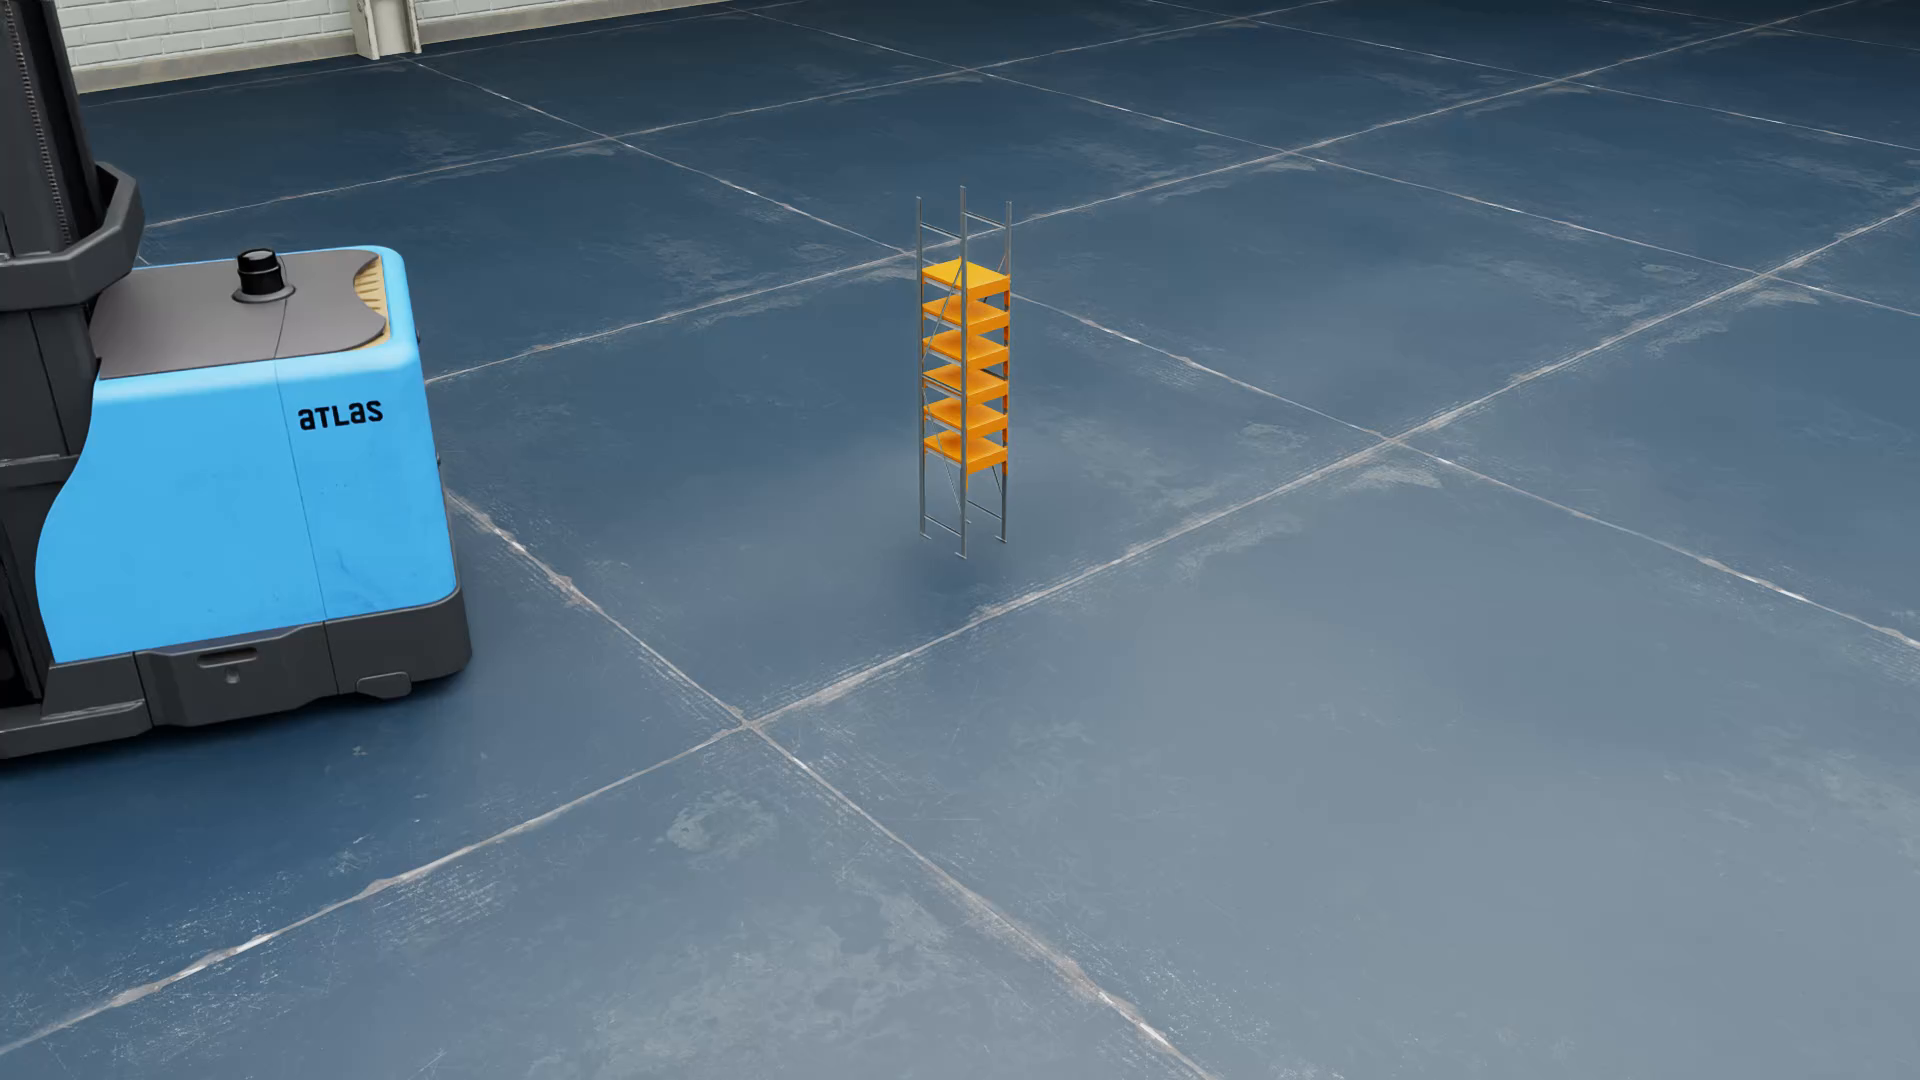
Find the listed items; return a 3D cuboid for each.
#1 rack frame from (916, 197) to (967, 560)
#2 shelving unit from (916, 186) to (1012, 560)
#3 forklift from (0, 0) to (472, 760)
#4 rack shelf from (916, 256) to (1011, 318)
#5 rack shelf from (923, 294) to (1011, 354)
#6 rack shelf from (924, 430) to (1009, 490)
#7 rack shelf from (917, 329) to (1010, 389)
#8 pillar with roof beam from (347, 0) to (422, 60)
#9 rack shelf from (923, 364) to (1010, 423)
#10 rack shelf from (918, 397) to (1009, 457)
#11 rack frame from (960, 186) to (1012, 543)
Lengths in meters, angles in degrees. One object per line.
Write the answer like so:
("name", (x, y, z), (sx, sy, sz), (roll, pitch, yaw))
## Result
("rack frame", (-0.059, -0.506, 5.423), (0.006, 1.200, 0.240), (-22, 35, -35))
("shelving unit", (0.011, -0.534, 5.475), (0.189, 1.200, 0.258), (-22, 35, -35))
("forklift", (-3.025, -0.843, 4.217), (3.031, 2.935, 1.130), (-9, 30, -17))
("rack shelf", (0.011, -0.812, 5.327), (0.180, 0.103, 0.258), (-22, 35, -35))
("rack shelf", (0.011, -0.706, 5.383), (0.180, 0.103, 0.258), (-22, 35, -35))
("rack shelf", (0.011, -0.283, 5.610), (0.180, 0.103, 0.258), (-22, 35, -35))
("rack shelf", (0.011, -0.600, 5.440), (0.180, 0.103, 0.258), (-22, 35, -35))
("pillar with roof beam", (-1.575, -6.154, 7.719), (0.400, 9.000, 9.100), (-22, 35, -35))
("rack shelf", (0.011, -0.494, 5.496), (0.180, 0.103, 0.258), (-22, 35, -35))
("rack shelf", (0.011, -0.389, 5.553), (0.180, 0.103, 0.258), (-22, 35, -35))
("rack frame", (0.081, -0.562, 5.528), (0.006, 1.200, 0.240), (-22, 35, -35))
